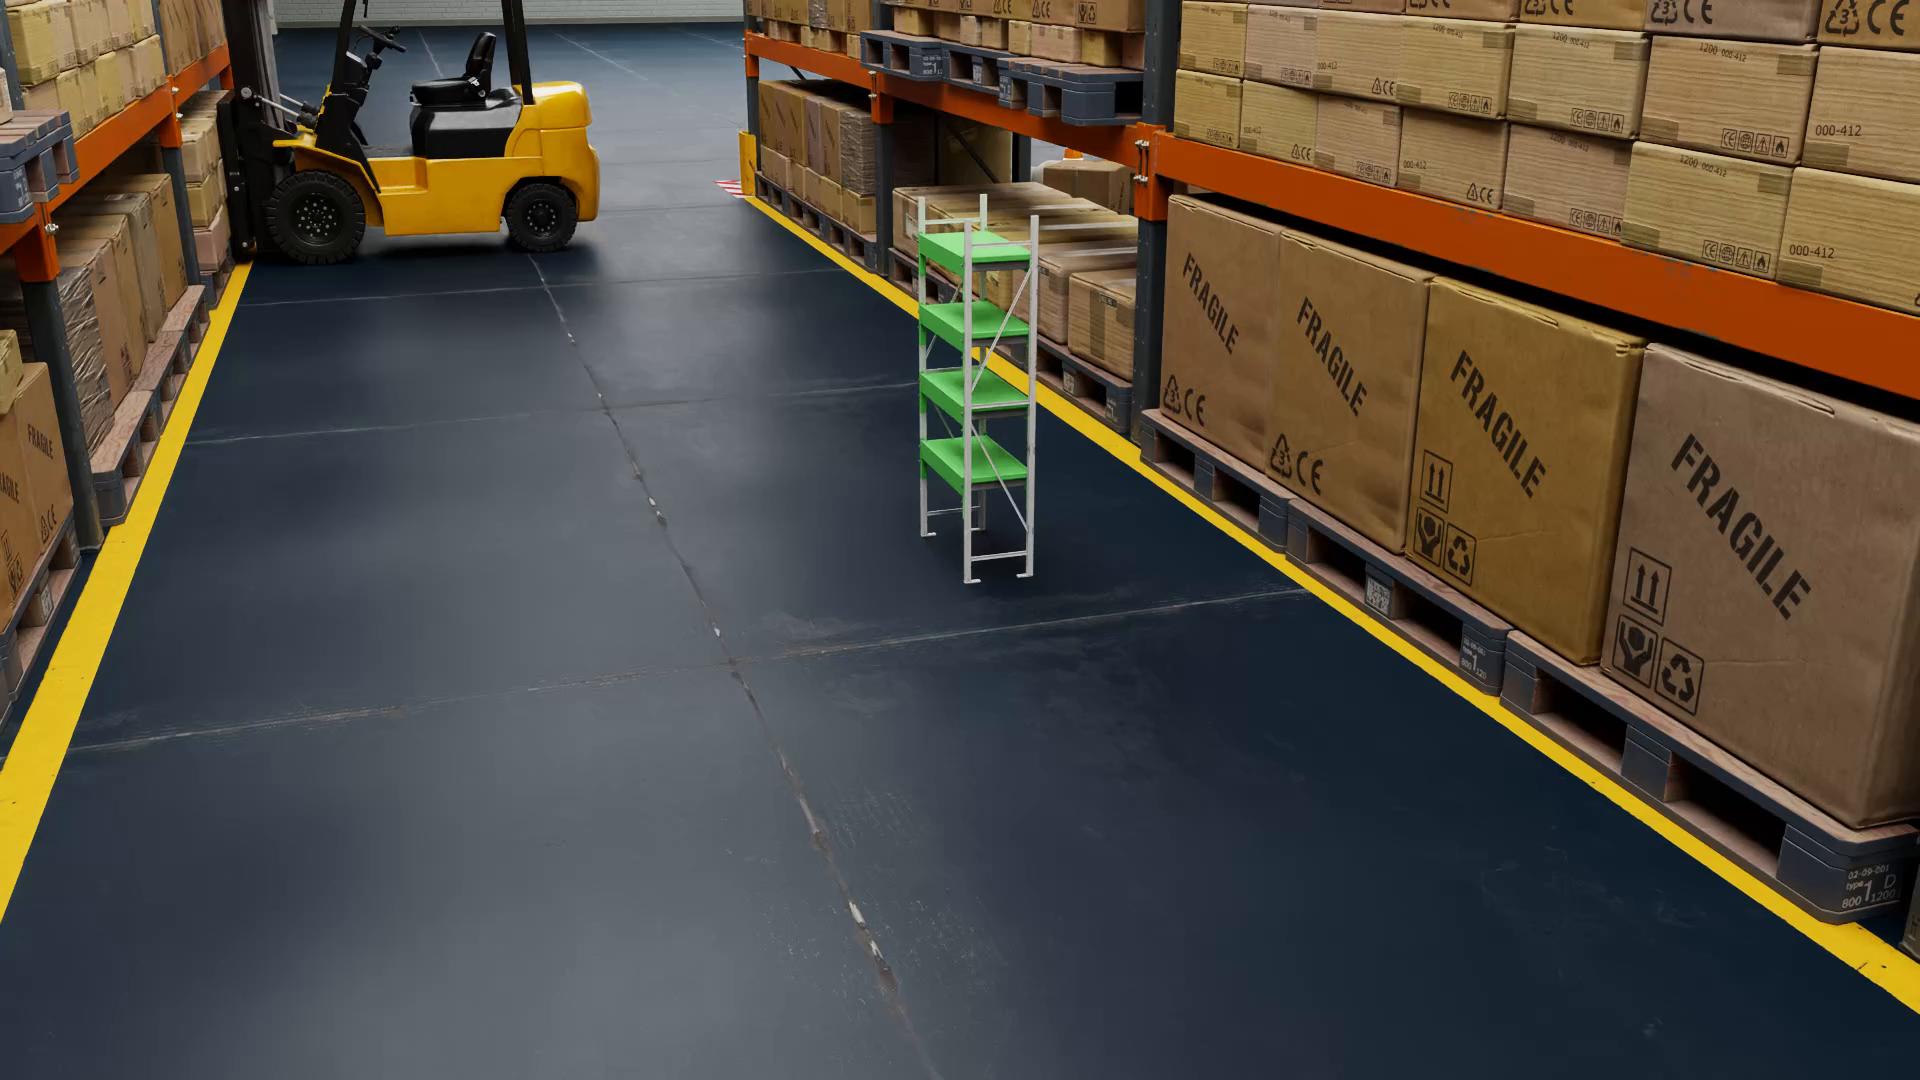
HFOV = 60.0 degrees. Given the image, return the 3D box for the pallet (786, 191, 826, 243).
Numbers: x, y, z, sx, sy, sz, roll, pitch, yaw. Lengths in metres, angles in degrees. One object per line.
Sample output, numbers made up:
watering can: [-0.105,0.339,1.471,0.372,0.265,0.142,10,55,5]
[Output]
pallet: [-0.671,-2.440,12.396,1.003,0.211,1.213,-6,21,-17]

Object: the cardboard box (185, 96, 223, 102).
cardboard box: [-5.401,-2.999,11.797,0.500,0.250,0.500,-6,21,-16]

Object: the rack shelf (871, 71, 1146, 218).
rack shelf: [0.589,-2.168,8.578,1.077,0.370,4.000,-6,21,-17]

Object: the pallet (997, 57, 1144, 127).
pallet: [0.892,-1.991,7.307,1.213,0.211,1.003,-6,21,-17]

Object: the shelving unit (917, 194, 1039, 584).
shelving unit: [0.052,-0.512,5.566,0.258,1.200,0.503,-6,21,-17]

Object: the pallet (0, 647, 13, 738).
pallet: [-2.915,0.611,3.903,1.003,0.211,1.213,-6,21,-17]

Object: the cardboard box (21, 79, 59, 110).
cardboard box: [-3.401,-1.434,5.692,0.500,0.250,0.500,-6,21,-17]

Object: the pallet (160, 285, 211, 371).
pallet: [-4.482,-1.075,8.597,1.003,0.211,1.213,-6,21,-17]

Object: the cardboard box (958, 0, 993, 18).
cardboard box: [0.308,-2.867,8.253,0.500,0.500,0.500,-7,21,-19]

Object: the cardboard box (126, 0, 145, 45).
cardboard box: [-4.185,-2.489,7.892,0.500,0.250,0.500,-7,21,-19]

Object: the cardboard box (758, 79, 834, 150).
cardboard box: [-1.298,-3.392,13.261,0.500,0.500,0.500,-7,21,-19]

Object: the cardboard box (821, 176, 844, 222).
cardboard box: [-0.658,-2.383,11.559,0.500,0.250,0.500,-7,21,-19]

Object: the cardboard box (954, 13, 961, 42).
cardboard box: [0.183,-2.686,8.708,0.380,0.149,0.250,-6,21,-17]

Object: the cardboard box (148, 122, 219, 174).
cardboard box: [-4.756,-2.347,9.982,0.500,0.250,0.500,-6,21,-17]

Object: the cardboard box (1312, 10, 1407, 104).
cardboard box: [1.449,-1.513,5.174,0.500,0.250,0.500,-6,21,-17]

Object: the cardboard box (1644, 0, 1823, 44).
cardboard box: [1.926,-1.380,3.695,0.500,0.500,0.500,-6,21,-16]

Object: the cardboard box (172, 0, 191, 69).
cardboard box: [-4.822,-3.002,9.689,0.500,0.500,0.500,-6,21,-16]

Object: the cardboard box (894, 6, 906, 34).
cardboard box: [-0.166,-3.016,9.628,0.380,0.149,0.250,-6,21,-16]

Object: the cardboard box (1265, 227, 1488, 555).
cardboard box: [1.632,-0.545,5.518,0.875,0.875,0.875,-6,21,-17]

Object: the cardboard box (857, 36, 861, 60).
cardboard box: [-0.430,-3.101,10.483,0.380,0.149,0.250,-7,21,-18]

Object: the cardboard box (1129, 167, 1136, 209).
cardboard box: [1.659,-2.962,13.419,0.637,0.503,0.797,12,23,30]

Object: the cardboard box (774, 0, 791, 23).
cardboard box: [-1.084,-4.108,12.328,0.500,0.500,0.500,-7,21,-18]

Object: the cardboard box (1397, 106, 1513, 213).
cardboard box: [1.629,-1.120,4.820,0.500,0.250,0.500,-6,21,-17]

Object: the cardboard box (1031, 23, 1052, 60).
cardboard box: [0.545,-2.260,7.522,0.380,0.149,0.250,-7,21,-20]

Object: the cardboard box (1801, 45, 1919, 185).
cardboard box: [2.105,-0.861,3.359,0.500,0.250,0.500,-6,21,-17]

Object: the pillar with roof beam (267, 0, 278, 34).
pillar with roof beam: [-11.987,-16.492,38.519,9.100,9.000,0.400,-6,21,-17]

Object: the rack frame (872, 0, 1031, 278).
rack frame: [-0.040,-3.148,10.244,1.000,3.000,0.127,-6,21,-17]

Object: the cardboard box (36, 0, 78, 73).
cardboard box: [-3.557,-1.830,6.055,0.500,0.250,0.500,-6,21,-15]

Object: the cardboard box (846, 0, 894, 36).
cardboard box: [-0.415,-3.451,10.500,0.500,0.500,0.500,-7,21,-19]

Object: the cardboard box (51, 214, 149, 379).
cardboard box: [-4.101,-1.042,7.273,0.875,0.625,0.625,-7,21,-19]

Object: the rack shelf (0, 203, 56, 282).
rack shelf: [-2.865,-0.355,3.533,1.077,0.370,4.000,-6,21,-17]

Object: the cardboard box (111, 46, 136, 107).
cardboard box: [-4.054,-2.092,7.524,0.500,0.250,0.500,-6,21,-17]

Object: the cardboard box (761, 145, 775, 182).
cardboard box: [-1.306,-3.047,13.409,0.500,0.250,0.500,-7,21,-18]

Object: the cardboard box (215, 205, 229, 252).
cardboard box: [-4.763,-1.875,10.145,0.500,0.250,0.500,-7,21,-18]

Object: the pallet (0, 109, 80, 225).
pallet: [-3.214,-1.035,4.646,1.213,0.211,1.003,-6,21,-17]

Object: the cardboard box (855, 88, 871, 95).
cardboard box: [-0.478,-3.129,12.527,0.500,0.500,0.500,-7,21,-18]

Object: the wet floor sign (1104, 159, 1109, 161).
wet floor sign: [1.482,-3.681,15.210,0.267,0.644,0.232,-10,22,-27]

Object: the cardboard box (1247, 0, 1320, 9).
cardboard box: [1.306,-2.040,5.531,0.500,0.500,0.500,-6,21,-17]

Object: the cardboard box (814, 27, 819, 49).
cardboard box: [-0.805,-3.512,11.627,0.380,0.149,0.250,-7,21,-18]

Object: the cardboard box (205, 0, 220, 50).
cardboard box: [-5.450,-3.653,11.500,0.500,0.500,0.500,-6,21,-15]

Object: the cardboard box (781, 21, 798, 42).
cardboard box: [-1.138,-3.843,12.551,0.380,0.149,0.250,-6,21,-16]

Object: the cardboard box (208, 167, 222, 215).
cardboard box: [-4.770,-2.108,10.054,0.500,0.250,0.500,-6,21,-17]

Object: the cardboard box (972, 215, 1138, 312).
cardboard box: [0.577,-1.488,8.887,0.950,0.372,0.625,-6,21,-15]

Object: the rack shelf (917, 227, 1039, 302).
rack shelf: [0.052,-0.903,5.425,0.258,0.148,0.480,-6,21,-17]

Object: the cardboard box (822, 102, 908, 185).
cardboard box: [-0.642,-2.729,11.414,0.500,0.500,0.500,-6,21,-16]

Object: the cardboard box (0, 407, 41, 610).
cardboard box: [-3.009,-0.082,4.785,0.500,0.500,0.500,-7,21,-18]
